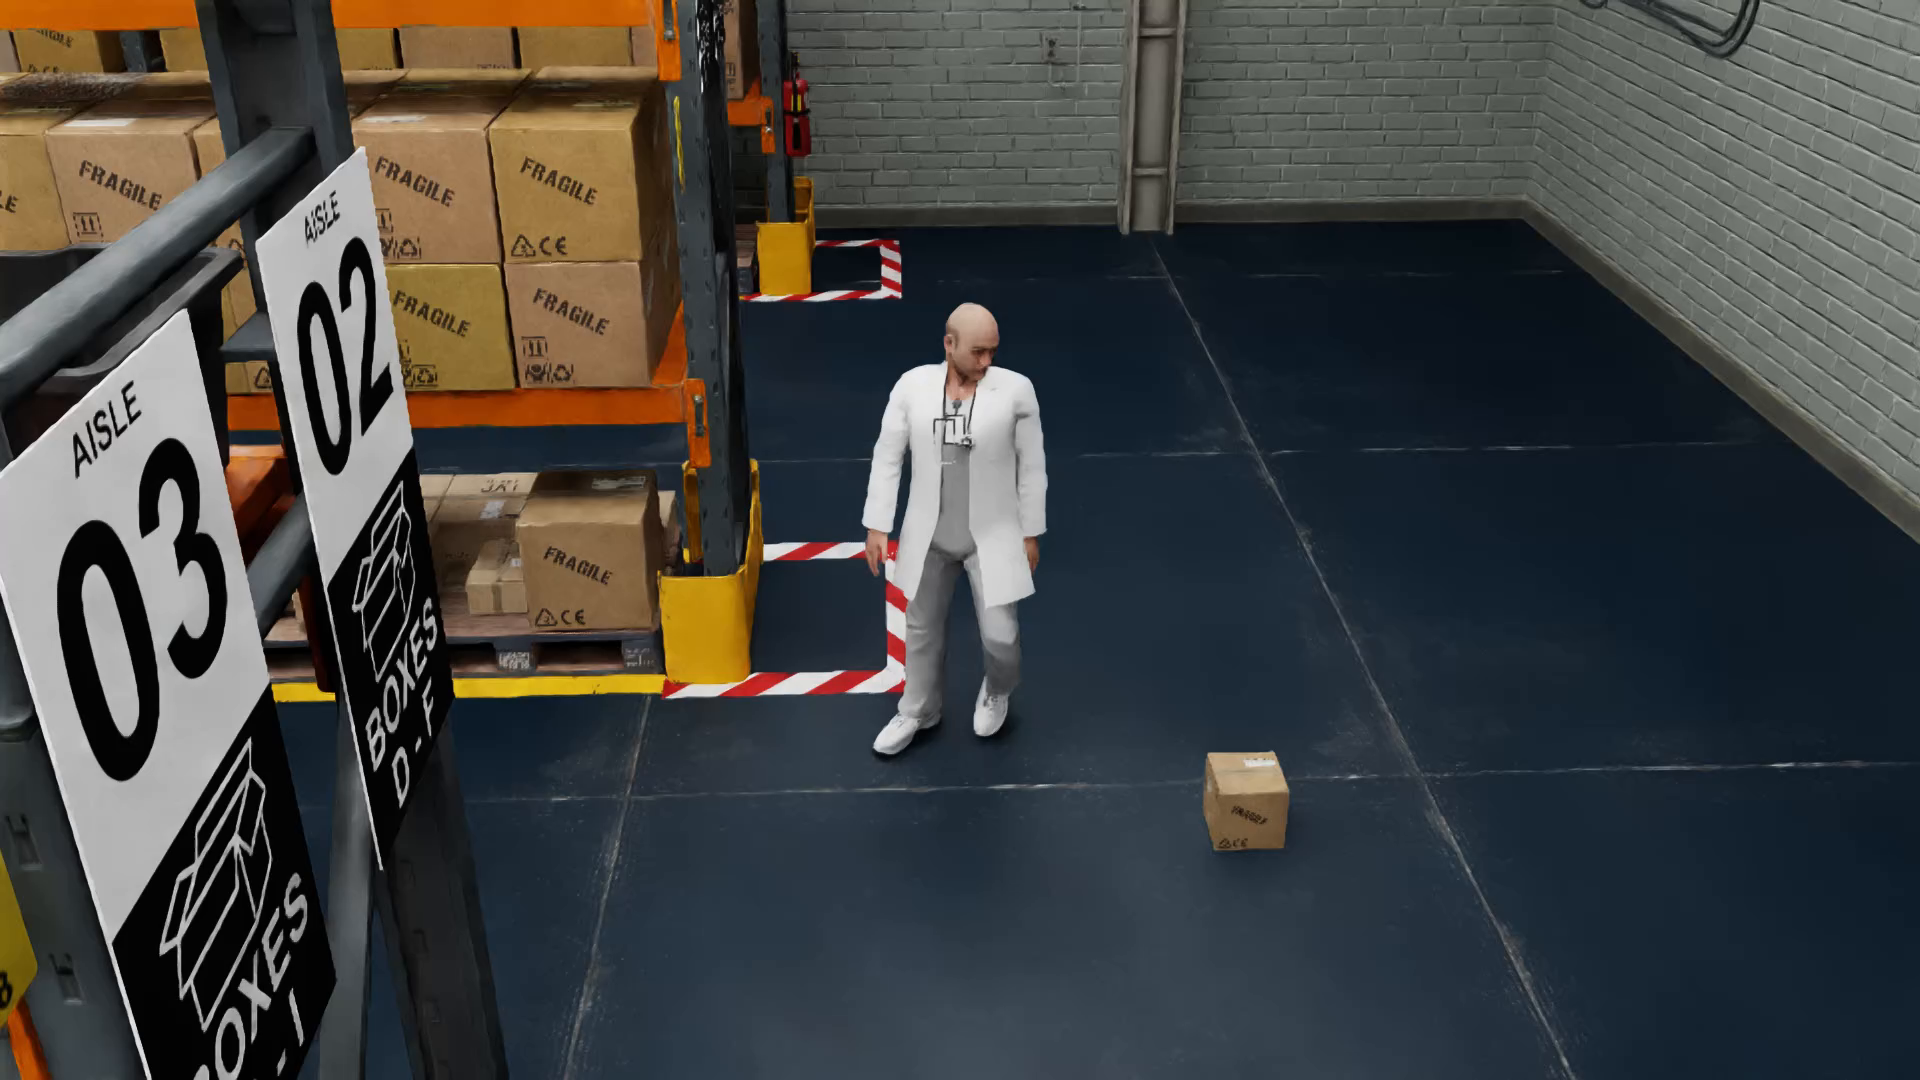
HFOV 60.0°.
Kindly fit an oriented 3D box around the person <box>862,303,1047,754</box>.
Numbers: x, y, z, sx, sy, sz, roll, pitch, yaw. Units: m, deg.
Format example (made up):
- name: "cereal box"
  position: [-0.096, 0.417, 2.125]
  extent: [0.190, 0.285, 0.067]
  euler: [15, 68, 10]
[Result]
- name: "person"
  position: [-0.008, -0.041, 6.172]
  extent: [0.669, 1.779, 0.533]
  euler: [7, 28, 13]
